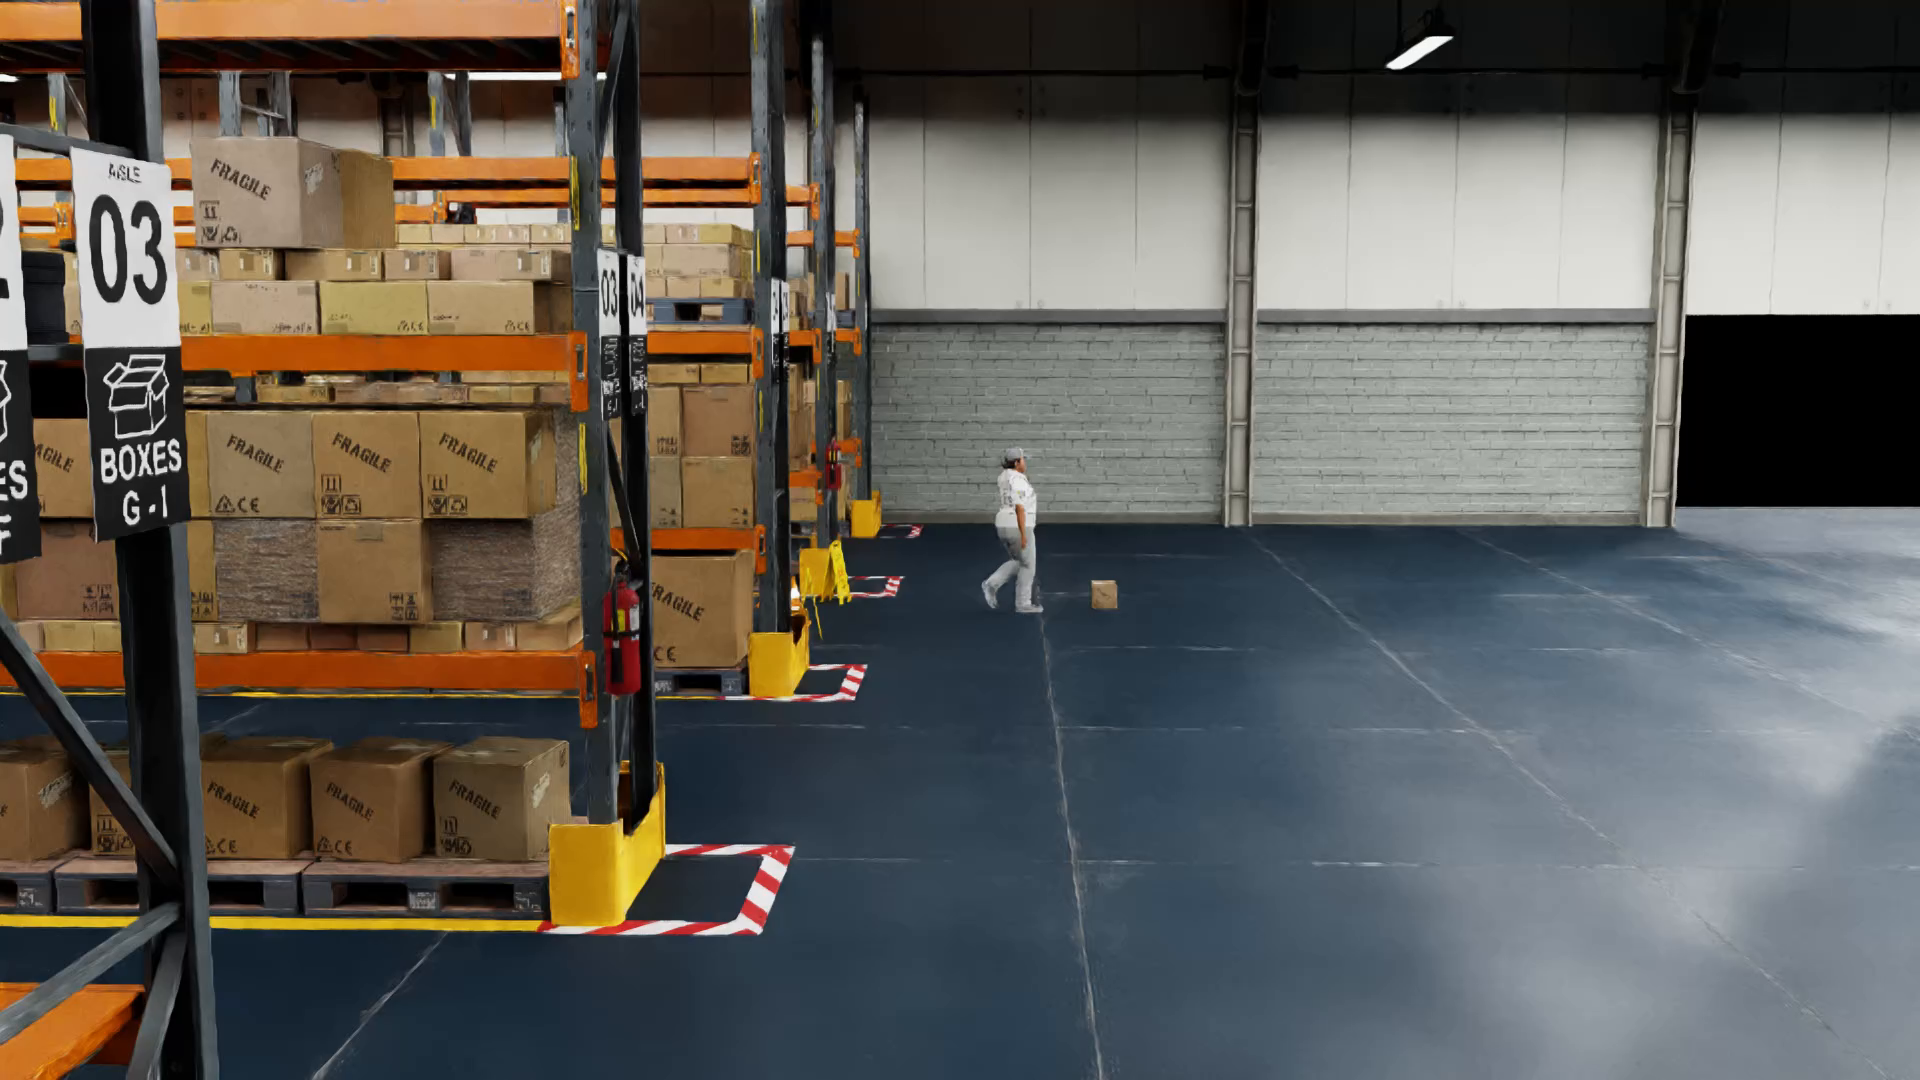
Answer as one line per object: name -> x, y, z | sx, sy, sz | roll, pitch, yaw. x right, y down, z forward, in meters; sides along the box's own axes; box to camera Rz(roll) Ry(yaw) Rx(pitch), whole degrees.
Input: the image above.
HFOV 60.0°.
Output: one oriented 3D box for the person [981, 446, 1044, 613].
person -> 0.554, -0.101, 16.453 | 0.571, 1.648, 0.484 | -3, 8, -24
